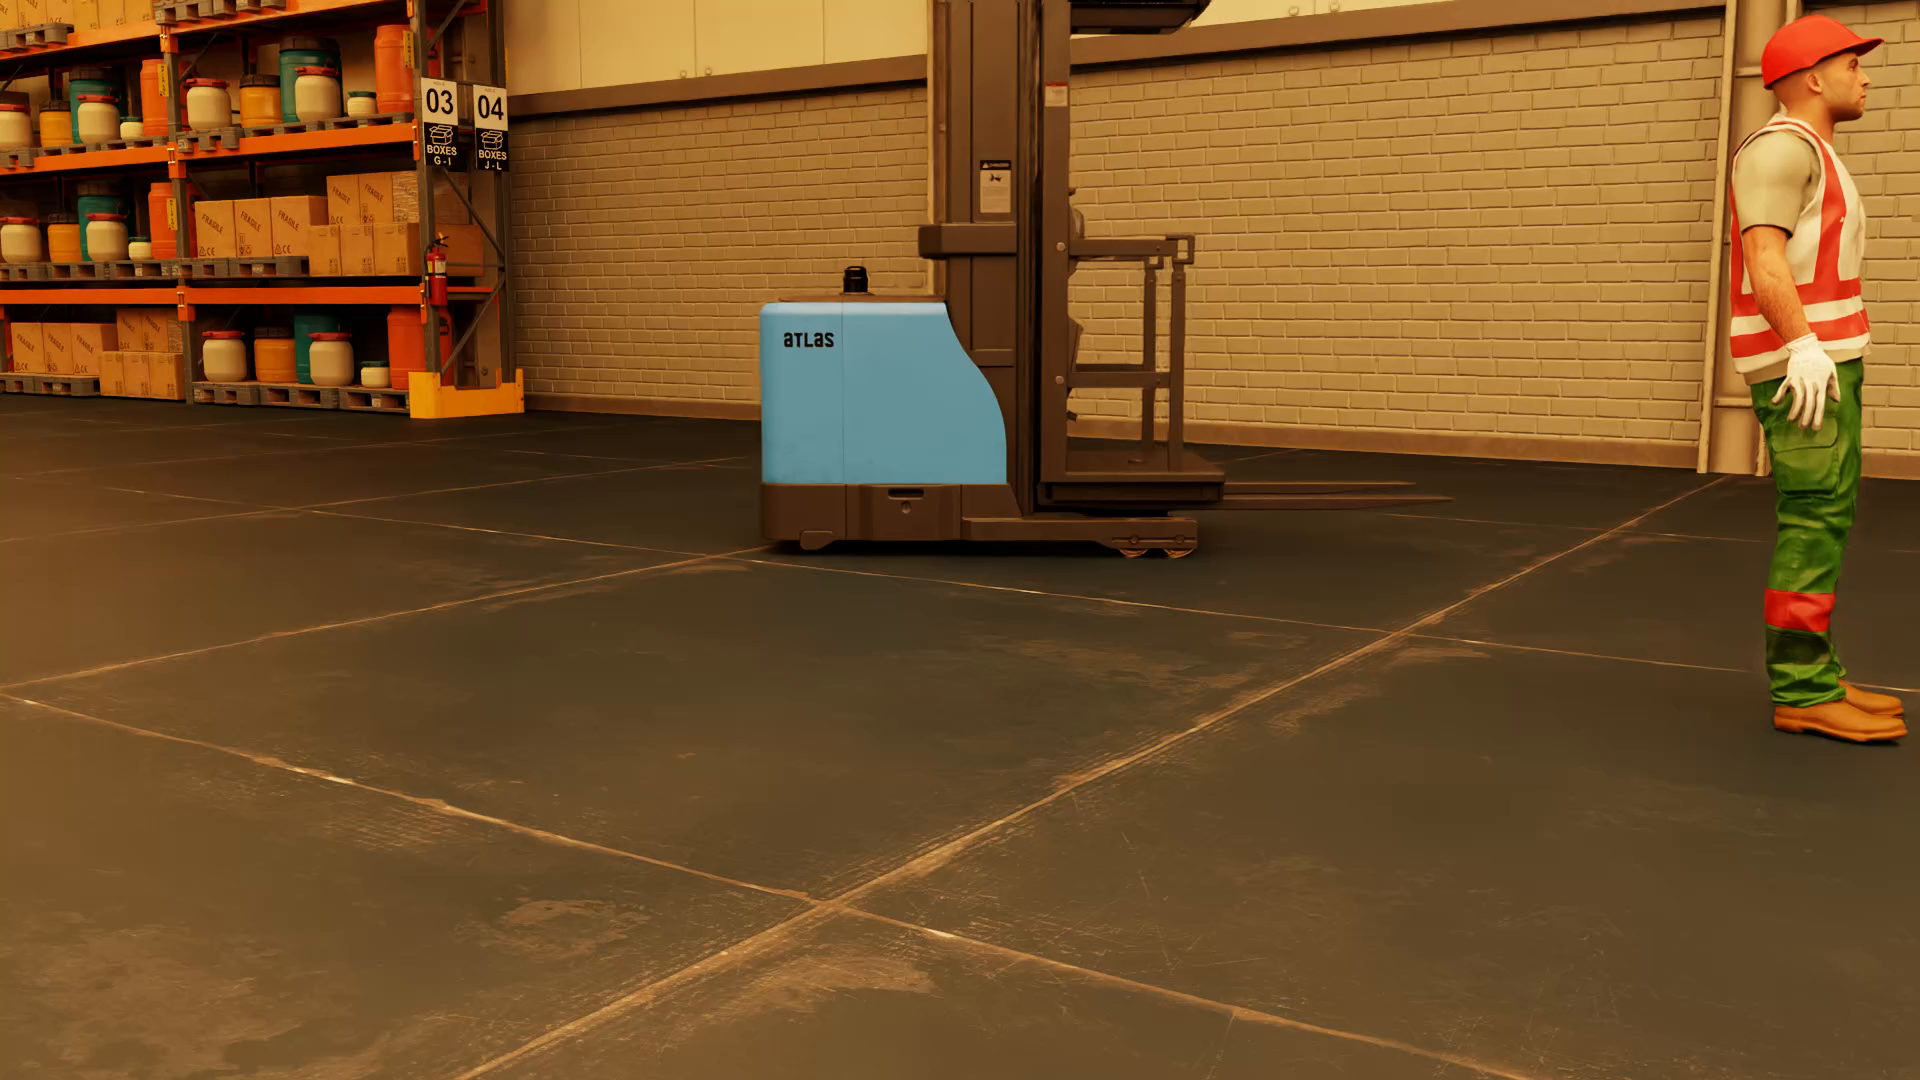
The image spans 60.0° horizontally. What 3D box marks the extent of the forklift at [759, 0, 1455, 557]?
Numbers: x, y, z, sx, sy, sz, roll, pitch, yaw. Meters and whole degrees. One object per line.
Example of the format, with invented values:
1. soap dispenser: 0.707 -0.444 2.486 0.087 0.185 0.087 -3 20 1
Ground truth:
1. forklift: 0.647 -1.453 7.413 3.031 2.935 1.130 0 8 0

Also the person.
1. person: 2.219 -0.424 4.246 0.502 1.799 0.634 5 10 33
